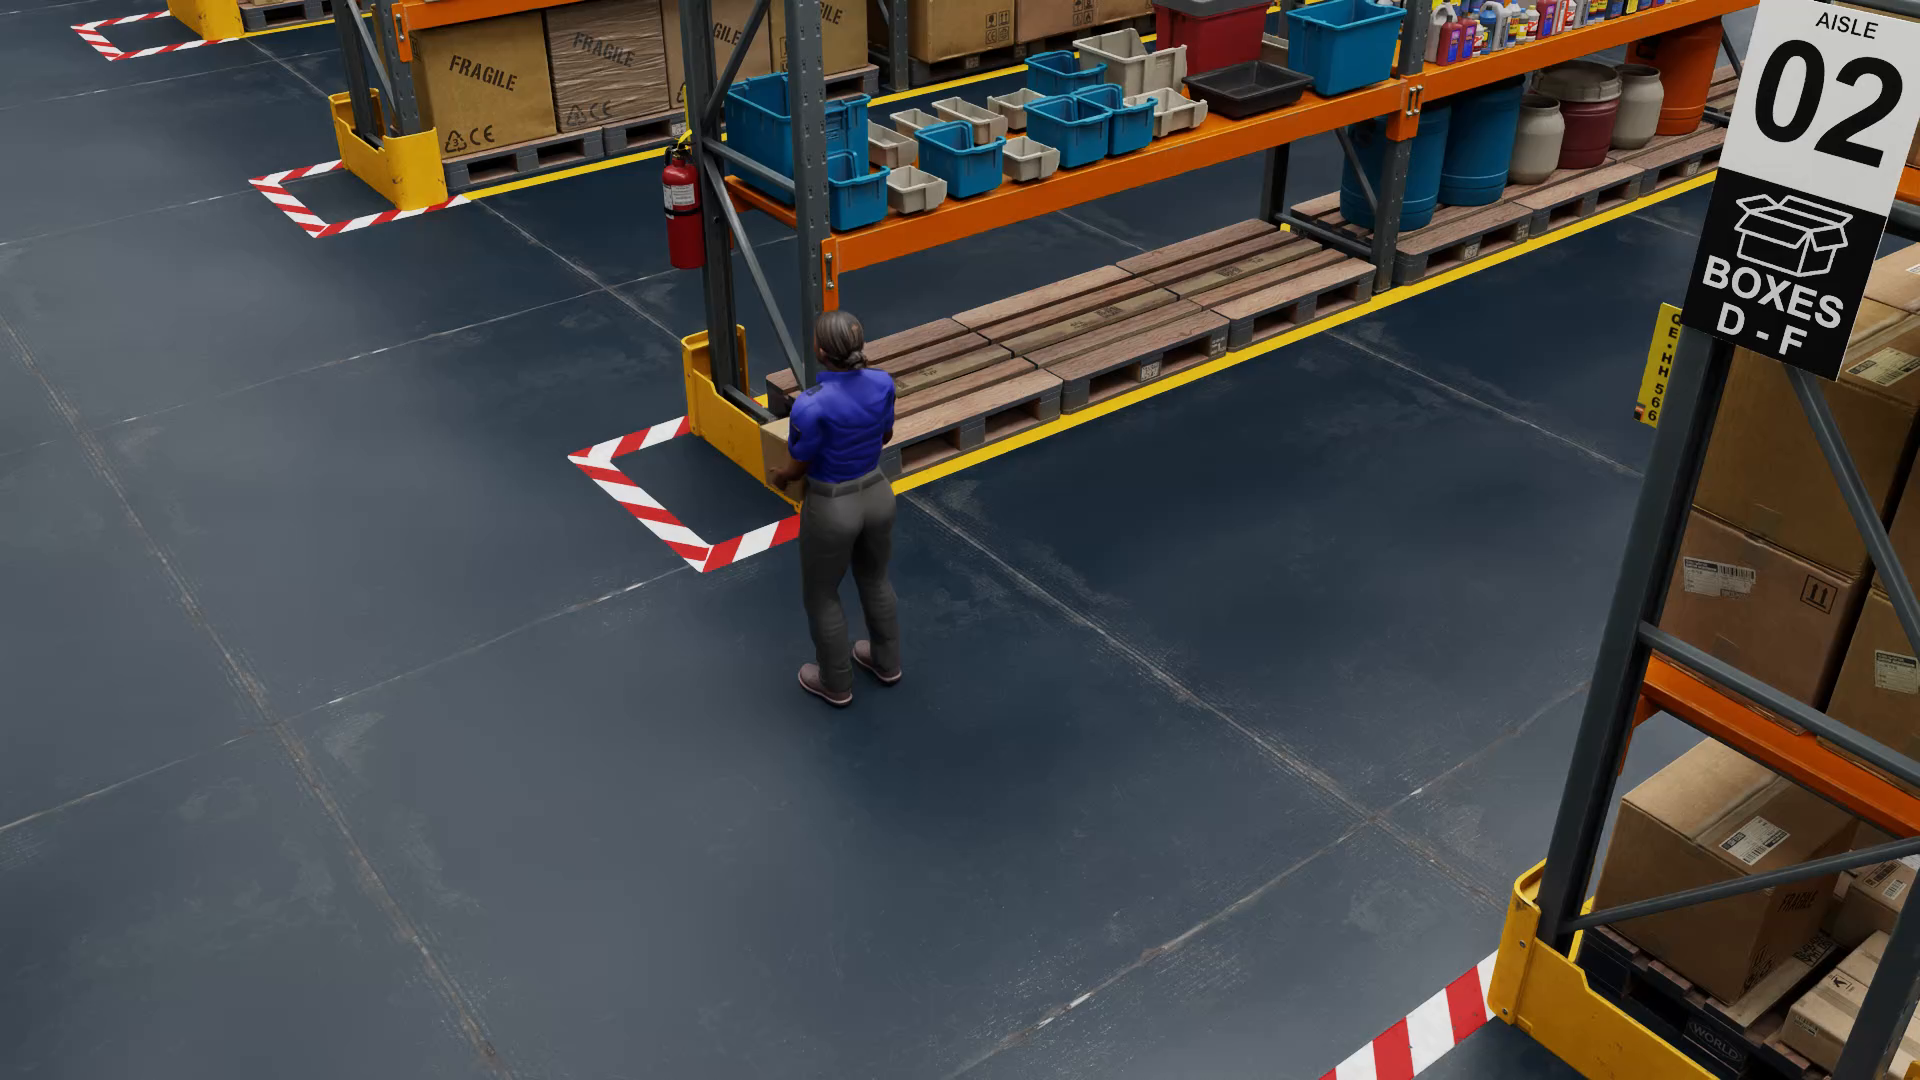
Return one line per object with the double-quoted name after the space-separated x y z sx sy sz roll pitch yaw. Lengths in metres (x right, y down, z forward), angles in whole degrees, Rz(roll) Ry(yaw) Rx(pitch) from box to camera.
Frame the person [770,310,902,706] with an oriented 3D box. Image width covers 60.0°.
-0.488 -0.151 6.376 0.470 1.659 0.475 -23 39 -31 "person"
